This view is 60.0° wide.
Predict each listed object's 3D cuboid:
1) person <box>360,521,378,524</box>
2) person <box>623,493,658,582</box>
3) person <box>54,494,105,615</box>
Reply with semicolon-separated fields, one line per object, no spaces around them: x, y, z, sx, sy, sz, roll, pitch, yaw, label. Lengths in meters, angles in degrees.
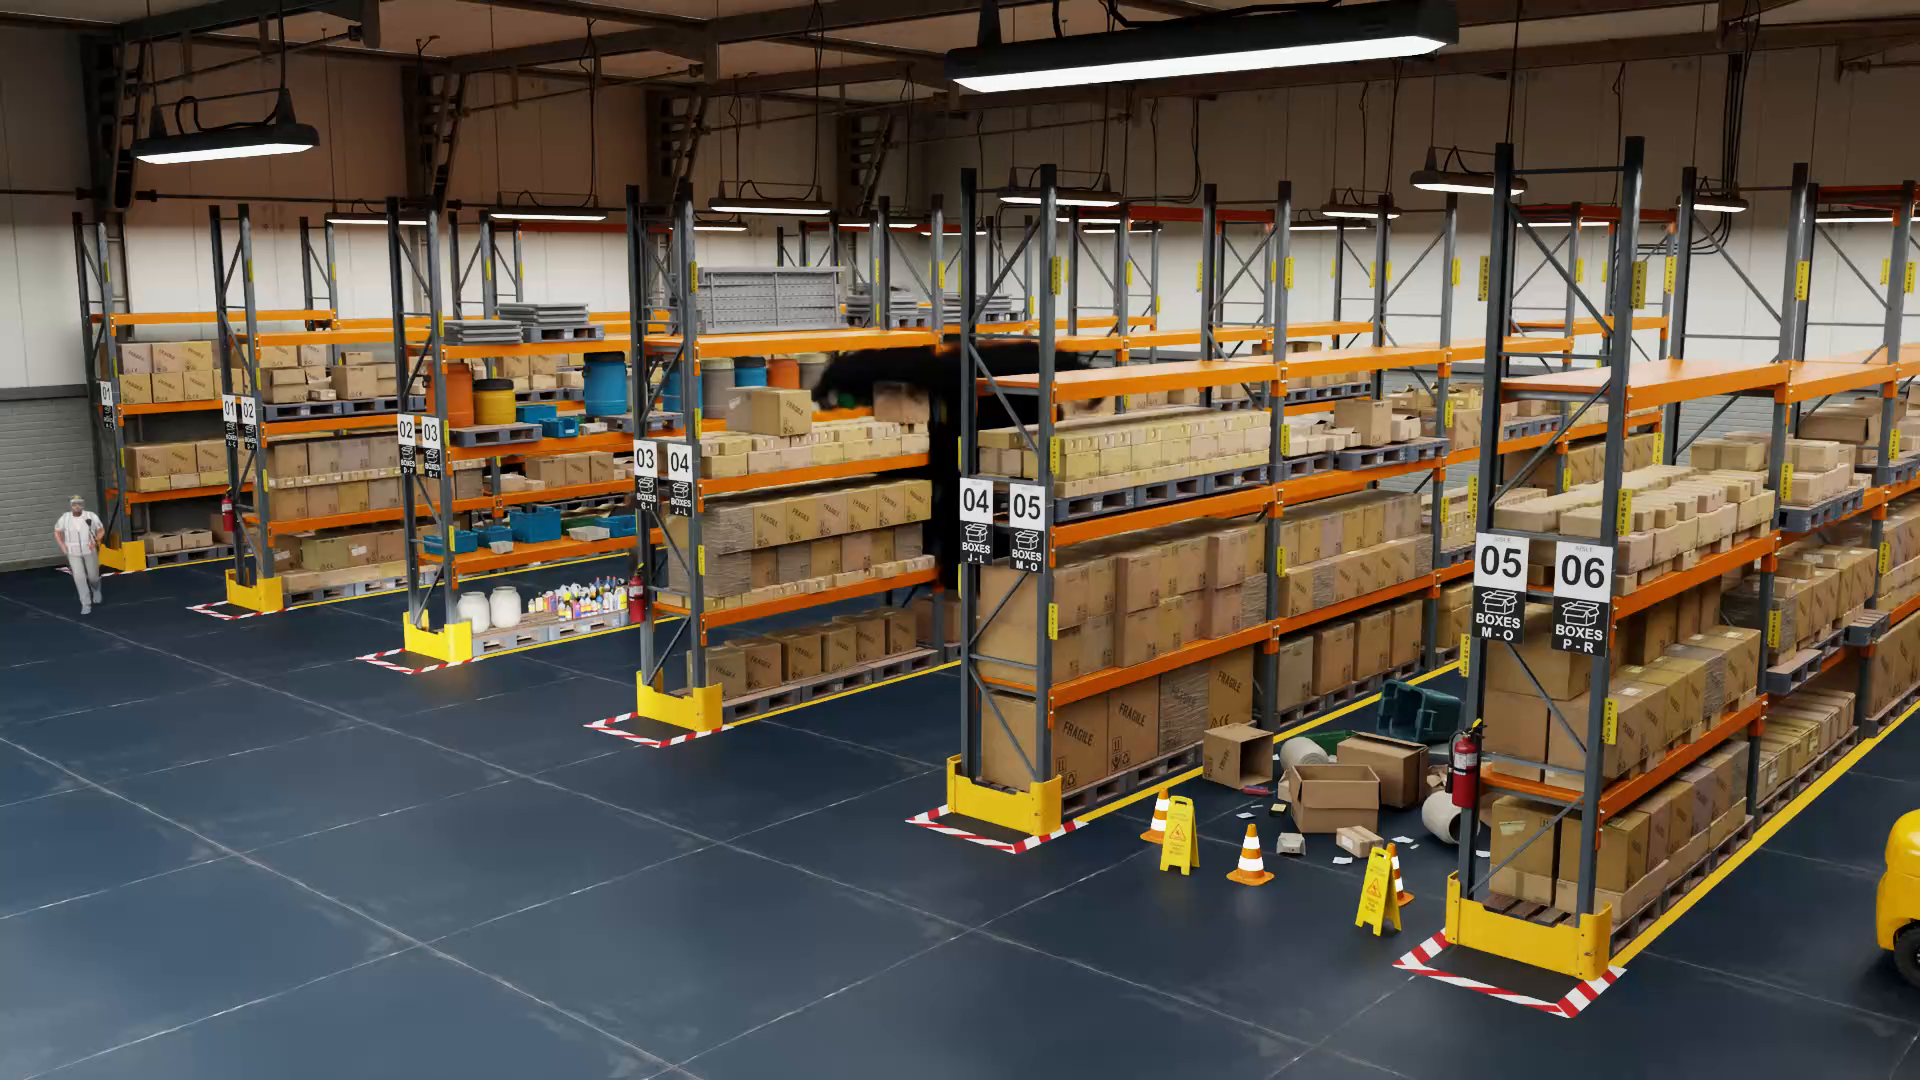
-10.315;-0.420;29.117;0.607;1.569;0.587;4;10;21;person
-5.049;0.030;26.299;0.574;1.609;0.742;8;12;40;person
-13.156;0.190;24.893;0.679;1.767;0.759;-5;11;-26;person
